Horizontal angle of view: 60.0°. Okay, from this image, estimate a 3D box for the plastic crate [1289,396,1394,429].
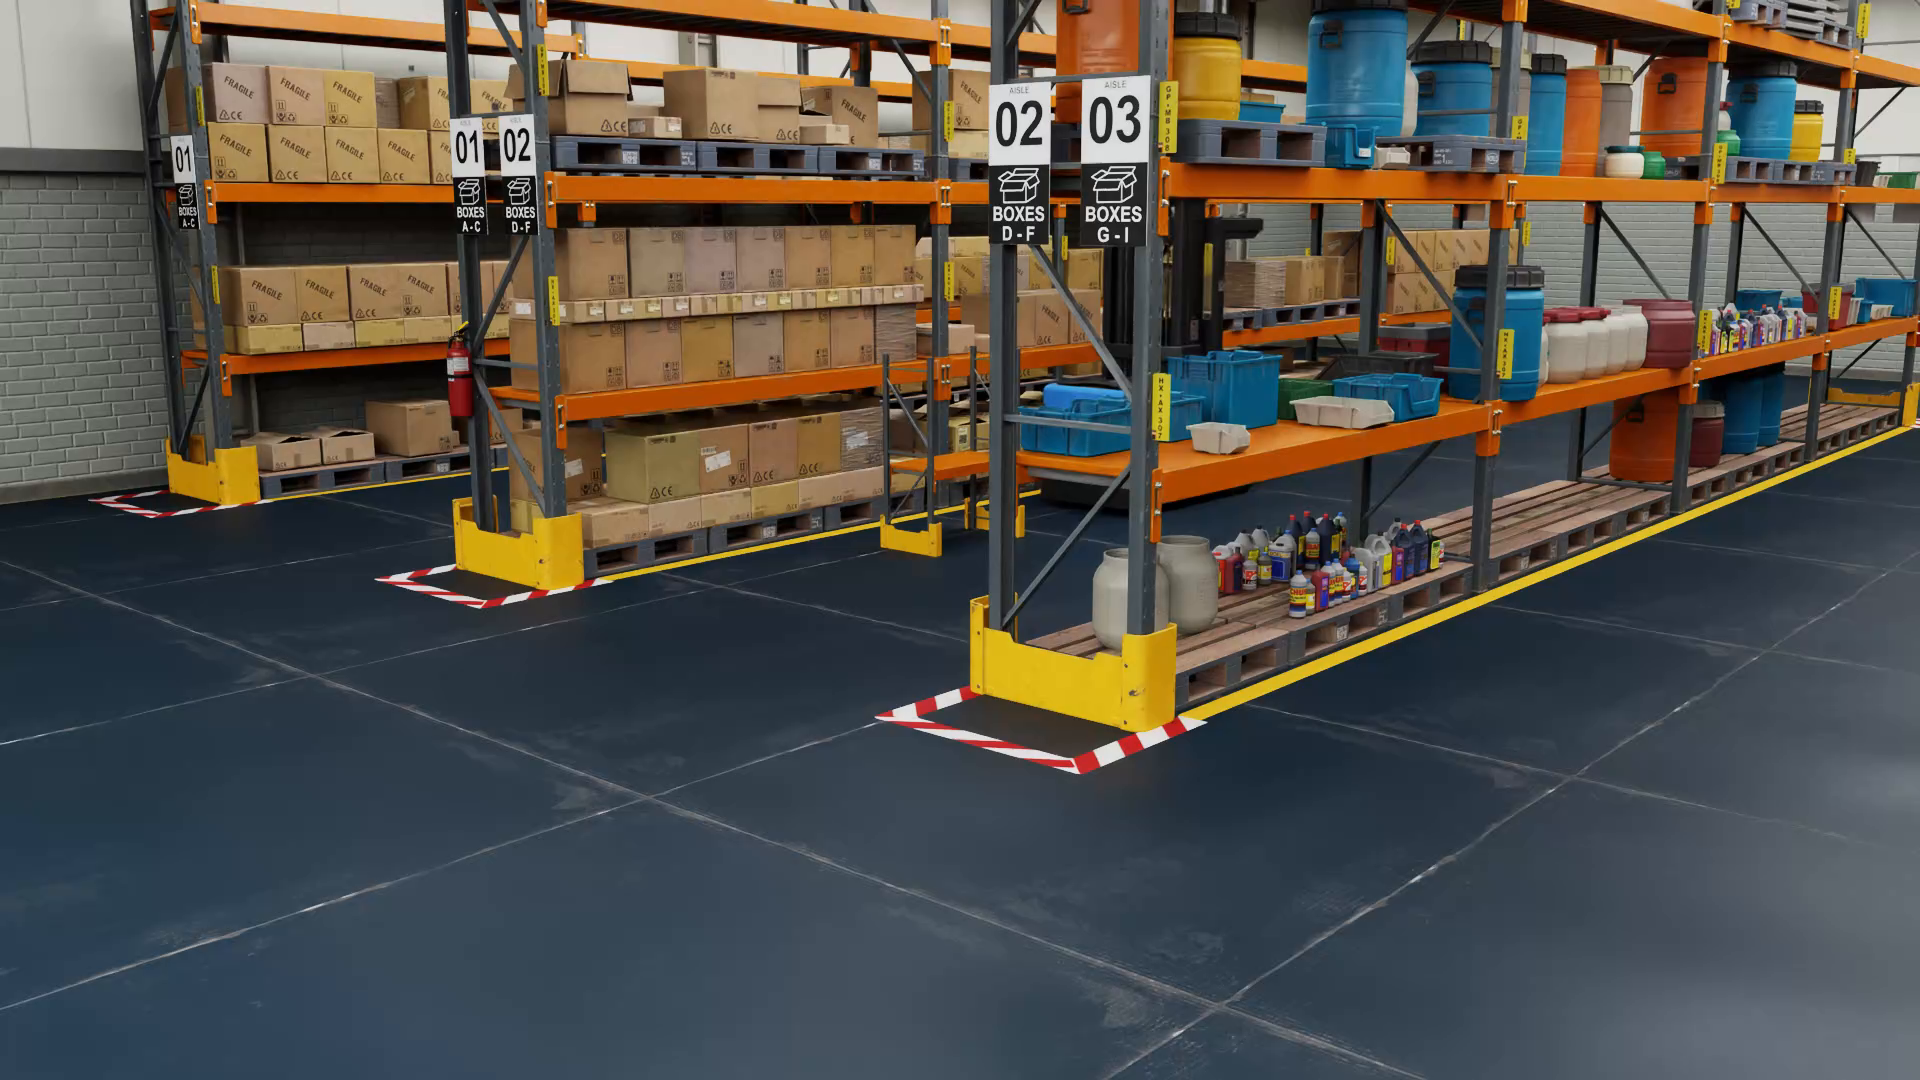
[{"bbox_3d":[2.326,-0.769,10.076,0.530,0.136,0.437,10,15,40],"label":"plastic crate"}]

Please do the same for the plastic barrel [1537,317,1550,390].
[{"bbox_3d":[4.004,-1.349,11.959,0.433,0.535,0.433,0,11,0],"label":"plastic barrel"}]

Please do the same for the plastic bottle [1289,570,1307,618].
[{"bbox_3d":[1.998,0.314,9.821,0.097,0.271,0.097,0,11,0],"label":"plastic bottle"}]

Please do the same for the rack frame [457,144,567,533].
[{"bbox_3d":[-3.151,-1.222,11.673,1.000,3.000,0.127,10,15,40],"label":"rack frame"}]

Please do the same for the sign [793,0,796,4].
[{"bbox_3d":[-2.013,-6.588,20.431,0.100,0.325,0.005,10,15,40],"label":"sign"}]

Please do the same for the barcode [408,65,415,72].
[{"bbox_3d":[-5.475,-4.704,16.598,0.001,0.075,0.075,10,15,40],"label":"barcode"}]

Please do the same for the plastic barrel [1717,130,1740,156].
[{"bbox_3d":[6.720,-3.485,14.668,0.294,0.245,0.294,0,11,0],"label":"plastic barrel"}]

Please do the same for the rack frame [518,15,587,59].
[{"bbox_3d":[-4.235,-5.393,17.235,1.000,3.000,0.127,10,15,40],"label":"rack frame"}]

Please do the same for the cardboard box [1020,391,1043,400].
[{"bbox_3d":[0.884,-1.340,16.777,0.500,0.311,0.500,9,15,39],"label":"cardboard box"}]

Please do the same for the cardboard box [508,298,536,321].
[{"bbox_3d":[-3.042,-1.670,12.004,0.380,0.149,0.250,9,15,39],"label":"cardboard box"}]

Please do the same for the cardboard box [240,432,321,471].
[{"bbox_3d":[-6.351,-0.850,15.548,0.500,0.311,0.500,8,14,34],"label":"cardboard box"}]

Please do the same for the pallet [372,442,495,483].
[{"bbox_3d":[-5.457,-0.800,16.676,1.003,0.211,1.213,10,15,40],"label":"pallet"}]

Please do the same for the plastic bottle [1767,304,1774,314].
[{"bbox_3d":[8.019,-2.164,16.512,0.144,0.351,0.185,10,15,40],"label":"plastic bottle"}]

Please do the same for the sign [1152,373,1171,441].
[{"bbox_3d":[0.977,-0.645,8.077,0.100,0.325,0.005,10,15,40],"label":"sign"}]

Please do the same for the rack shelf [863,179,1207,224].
[{"bbox_3d":[0.809,-3.223,15.869,1.077,0.370,4.000,10,15,40],"label":"rack shelf"}]

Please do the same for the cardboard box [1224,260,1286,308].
[{"bbox_3d":[3.208,-2.871,18.602,0.500,0.500,0.700,-9,14,-37],"label":"cardboard box"}]

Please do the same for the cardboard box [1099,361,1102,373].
[{"bbox_3d":[1.951,-2.778,24.772,0.700,0.500,0.500,10,15,40],"label":"cardboard box"}]

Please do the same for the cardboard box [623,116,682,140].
[{"bbox_3d":[-2.242,-2.995,12.101,0.380,0.149,0.250,10,15,40],"label":"cardboard box"}]

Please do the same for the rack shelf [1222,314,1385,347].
[{"bbox_3d":[3.450,-2.341,19.109,1.077,0.370,4.000,10,15,40],"label":"rack shelf"}]

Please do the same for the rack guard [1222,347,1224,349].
[{"bbox_3d":[3.703,-2.994,26.925,1.175,0.500,0.348,10,15,40],"label":"rack guard"}]

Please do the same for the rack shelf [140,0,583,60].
[{"bbox_3d":[-5.555,-4.744,15.833,1.077,0.370,4.000,10,15,40],"label":"rack shelf"}]

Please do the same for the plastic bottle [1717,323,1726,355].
[{"bbox_3d":[6.804,-1.805,14.887,0.061,0.283,0.133,10,15,40],"label":"plastic bottle"}]

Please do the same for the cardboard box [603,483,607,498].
[{"bbox_3d":[-2.698,-0.272,12.863,0.500,0.250,0.500,10,15,40],"label":"cardboard box"}]

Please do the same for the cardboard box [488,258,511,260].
[{"bbox_3d":[-4.702,-2.713,17.551,0.500,0.500,0.500,9,15,39],"label":"cardboard box"}]

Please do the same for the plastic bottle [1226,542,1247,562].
[{"bbox_3d":[1.728,0.158,10.594,0.152,0.276,0.135,9,15,39],"label":"plastic bottle"}]

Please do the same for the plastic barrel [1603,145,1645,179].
[{"bbox_3d":[5.184,-2.944,12.988,0.301,0.262,0.301,0,11,0],"label":"plastic barrel"}]

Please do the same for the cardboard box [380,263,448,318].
[{"bbox_3d":[-5.323,-2.422,16.095,0.500,0.500,0.500,10,15,42],"label":"cardboard box"}]

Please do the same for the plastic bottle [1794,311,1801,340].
[{"bbox_3d":[8.352,-2.150,16.615,0.061,0.283,0.133,10,15,40],"label":"plastic bottle"}]

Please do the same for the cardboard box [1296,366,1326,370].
[{"bbox_3d":[4.327,-1.796,19.806,0.500,0.500,0.500,10,15,41],"label":"cardboard box"}]

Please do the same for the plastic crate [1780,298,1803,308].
[{"bbox_3d":[9.651,-2.651,19.100,0.416,0.233,0.300,10,15,40],"label":"plastic crate"}]

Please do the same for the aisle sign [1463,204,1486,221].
[{"bbox_3d":[7.235,-4.899,23.444,0.394,0.787,0.004,10,15,40],"label":"aisle sign"}]

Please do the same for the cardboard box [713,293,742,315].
[{"bbox_3d":[-1.882,-1.809,12.699,0.380,0.149,0.250,10,15,40],"label":"cardboard box"}]

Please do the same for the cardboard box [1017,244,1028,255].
[{"bbox_3d":[0.585,-4.024,22.722,0.500,0.250,0.500,10,15,42],"label":"cardboard box"}]

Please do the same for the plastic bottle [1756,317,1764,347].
[{"bbox_3d":[7.536,-1.968,15.704,0.061,0.283,0.133,10,15,40],"label":"plastic bottle"}]

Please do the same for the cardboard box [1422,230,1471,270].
[{"bbox_3d":[6.312,-3.788,21.709,0.500,0.500,0.500,10,15,42],"label":"cardboard box"}]

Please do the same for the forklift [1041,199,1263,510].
[{"bbox_3d":[2.054,-1.904,15.262,1.130,2.935,3.031,9,15,40],"label":"forklift"}]

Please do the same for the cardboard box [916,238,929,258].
[{"bbox_3d":[-0.747,-3.724,21.219,0.500,0.250,0.500,9,15,40],"label":"cardboard box"}]

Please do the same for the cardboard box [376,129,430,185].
[{"bbox_3d":[-5.408,-3.642,15.821,0.500,0.500,0.500,11,16,44],"label":"cardboard box"}]

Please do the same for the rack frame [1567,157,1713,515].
[{"bbox_3d":[5.848,-1.758,14.356,1.000,3.000,0.127,10,15,40],"label":"rack frame"}]

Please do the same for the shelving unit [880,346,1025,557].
[{"bbox_3d":[-0.050,-0.724,13.008,0.587,1.500,1.083,10,15,40],"label":"shelving unit"}]

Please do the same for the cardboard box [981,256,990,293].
[{"bbox_3d":[0.264,-3.583,22.425,0.500,0.500,0.500,10,15,40],"label":"cardboard box"}]

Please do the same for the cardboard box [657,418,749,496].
[{"bbox_3d":[-1.981,-0.647,12.825,0.500,0.500,0.500,10,15,40],"label":"cardboard box"}]

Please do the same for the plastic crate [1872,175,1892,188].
[{"bbox_3d":[9.951,-3.941,18.299,0.437,0.136,0.530,10,15,40],"label":"plastic crate"}]

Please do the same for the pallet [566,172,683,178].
[{"bbox_3d":[-3.747,-3.907,17.933,1.213,0.211,1.003,10,15,40],"label":"pallet"}]

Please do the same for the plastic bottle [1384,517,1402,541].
[{"bbox_3d":[2.890,0.027,11.059,0.144,0.351,0.185,10,15,40],"label":"plastic bottle"}]

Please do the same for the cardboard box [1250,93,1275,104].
[{"bbox_3d":[3.095,-4.623,18.233,0.500,0.500,0.500,10,15,40],"label":"cardboard box"}]

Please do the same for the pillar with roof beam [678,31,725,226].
[{"bbox_3d":[0.132,-5.345,16.997,9.100,9.000,0.400,10,15,40],"label":"pillar with roof beam"}]

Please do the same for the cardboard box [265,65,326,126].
[{"bbox_3d":[-6.069,-3.975,14.936,0.500,0.500,0.500,10,15,40],"label":"cardboard box"}]

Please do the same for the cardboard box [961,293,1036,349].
[{"bbox_3d":[0.356,-2.048,15.553,0.500,0.500,0.500,-11,16,-43],"label":"cardboard box"}]

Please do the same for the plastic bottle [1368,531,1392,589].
[{"bbox_3d":[2.659,0.121,10.586,0.144,0.351,0.185,10,15,40],"label":"plastic bottle"}]

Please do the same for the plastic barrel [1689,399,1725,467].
[{"bbox_3d":[6.903,-1.022,15.755,0.600,0.588,0.708,10,15,40],"label":"plastic barrel"}]

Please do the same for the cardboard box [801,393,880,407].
[{"bbox_3d":[-1.052,-1.008,14.635,0.500,0.500,0.500,10,15,40],"label":"cardboard box"}]

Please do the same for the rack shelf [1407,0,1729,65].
[{"bbox_3d":[4.528,-3.857,12.405,1.077,0.370,4.000,10,15,40],"label":"rack shelf"}]

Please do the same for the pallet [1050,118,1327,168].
[{"bbox_3d":[1.186,-2.069,8.734,1.003,0.211,1.213,10,15,40],"label":"pallet"}]

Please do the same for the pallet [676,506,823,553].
[{"bbox_3d":[-1.873,-0.152,13.431,1.003,0.211,1.213,10,15,40],"label":"pallet"}]

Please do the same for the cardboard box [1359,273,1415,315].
[{"bbox_3d":[5.311,-3.077,20.701,0.500,0.500,0.500,10,15,42],"label":"cardboard box"}]

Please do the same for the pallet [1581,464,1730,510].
[{"bbox_3d":[6.337,-0.512,15.237,1.003,0.211,1.213,10,15,40],"label":"pallet"}]

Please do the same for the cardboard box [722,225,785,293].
[{"bbox_3d":[-1.793,-2.208,13.042,0.700,0.500,0.500,10,15,40],"label":"cardboard box"}]
